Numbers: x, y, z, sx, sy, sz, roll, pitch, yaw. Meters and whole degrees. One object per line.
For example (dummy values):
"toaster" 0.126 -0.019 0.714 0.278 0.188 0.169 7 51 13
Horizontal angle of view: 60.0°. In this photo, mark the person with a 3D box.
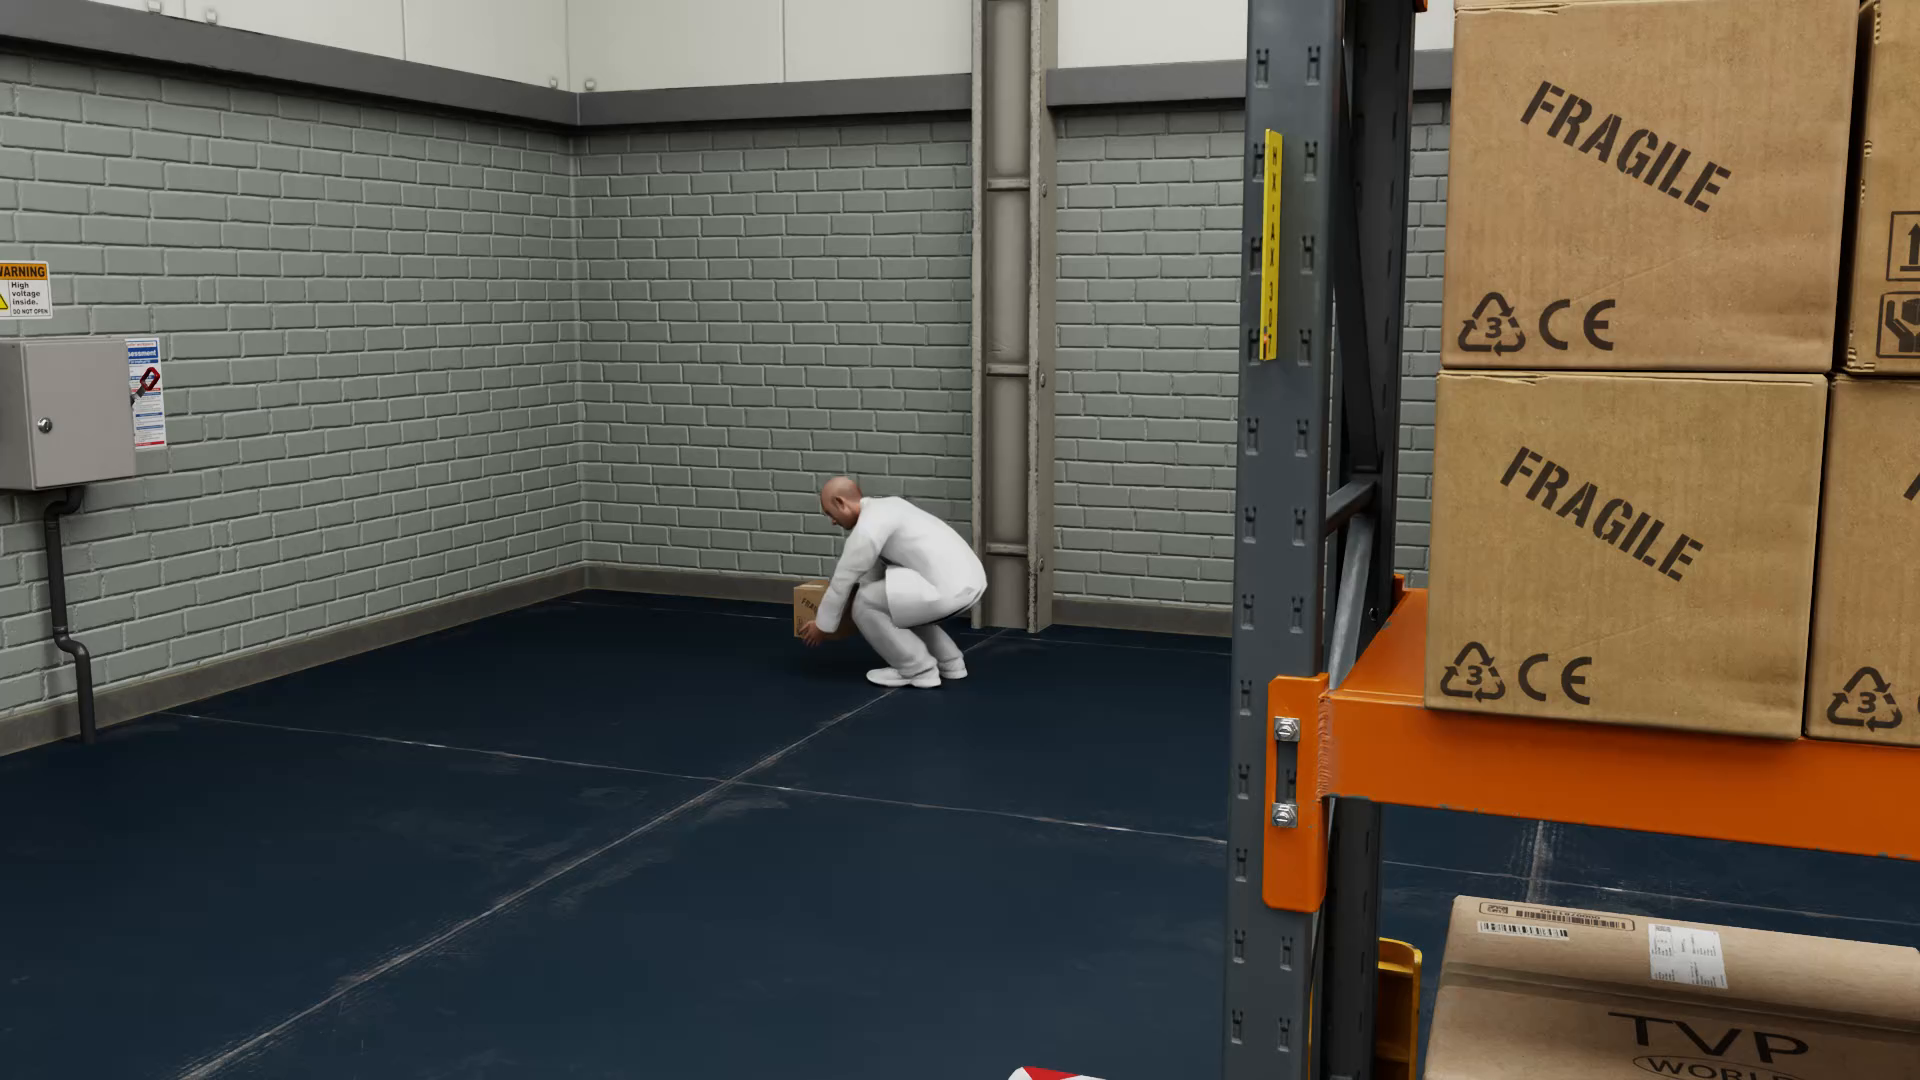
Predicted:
"person" -0.320 0.196 8.183 0.912 1.011 0.611 3 9 21
